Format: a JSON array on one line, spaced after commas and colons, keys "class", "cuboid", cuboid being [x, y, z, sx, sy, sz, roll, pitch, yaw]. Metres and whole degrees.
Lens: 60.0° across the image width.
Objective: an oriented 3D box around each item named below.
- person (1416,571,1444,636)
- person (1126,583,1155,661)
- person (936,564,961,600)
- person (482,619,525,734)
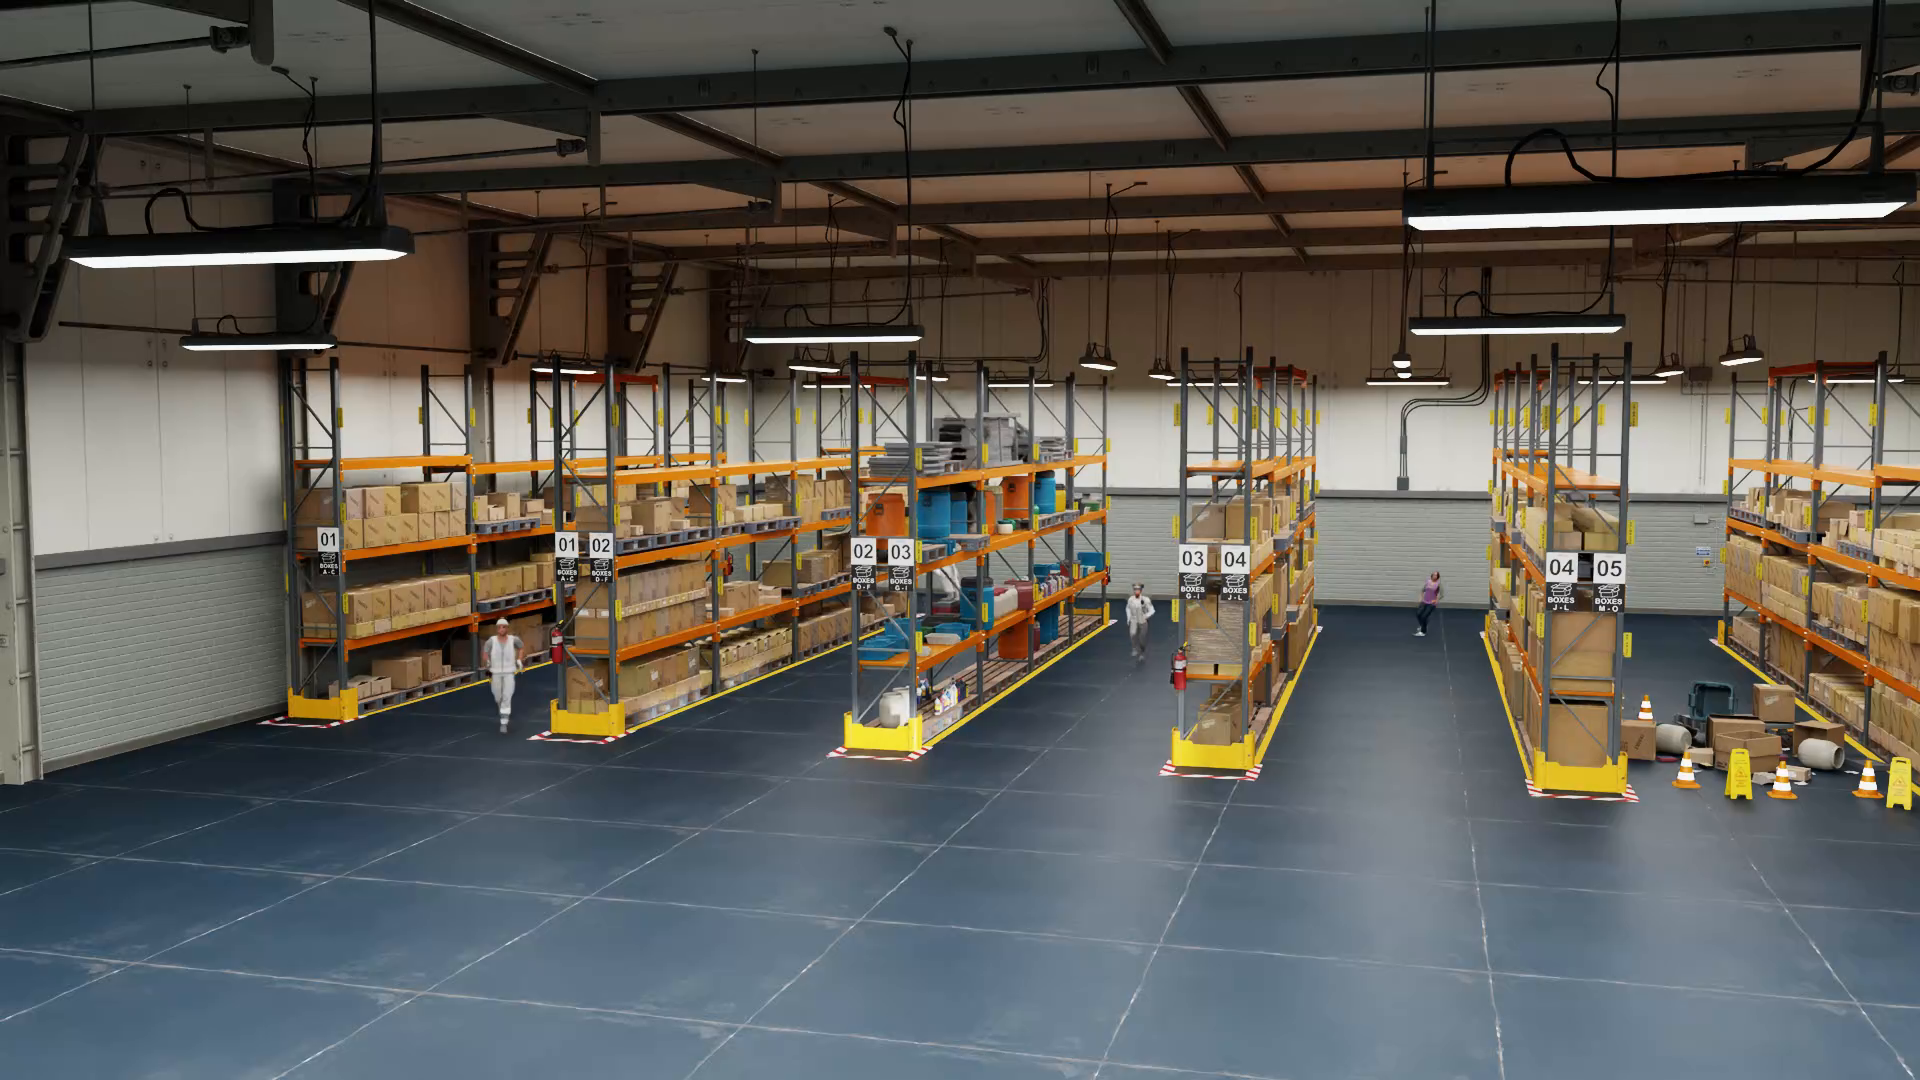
[{"class": "person", "cuboid": [10.677, 1.458, 37.930, 0.473, 1.510, 0.614, -4, 6, -41]}, {"class": "person", "cuboid": [3.602, 1.652, 33.350, 0.610, 1.625, 0.889, 1, 4, 16]}, {"class": "person", "cuboid": [-0.274, 1.073, 41.877, 0.756, 1.759, 0.817, -4, 6, -43]}, {"class": "person", "cuboid": [-7.349, 2.158, 26.800, 0.660, 1.796, 0.937, -1, 4, -11]}]
